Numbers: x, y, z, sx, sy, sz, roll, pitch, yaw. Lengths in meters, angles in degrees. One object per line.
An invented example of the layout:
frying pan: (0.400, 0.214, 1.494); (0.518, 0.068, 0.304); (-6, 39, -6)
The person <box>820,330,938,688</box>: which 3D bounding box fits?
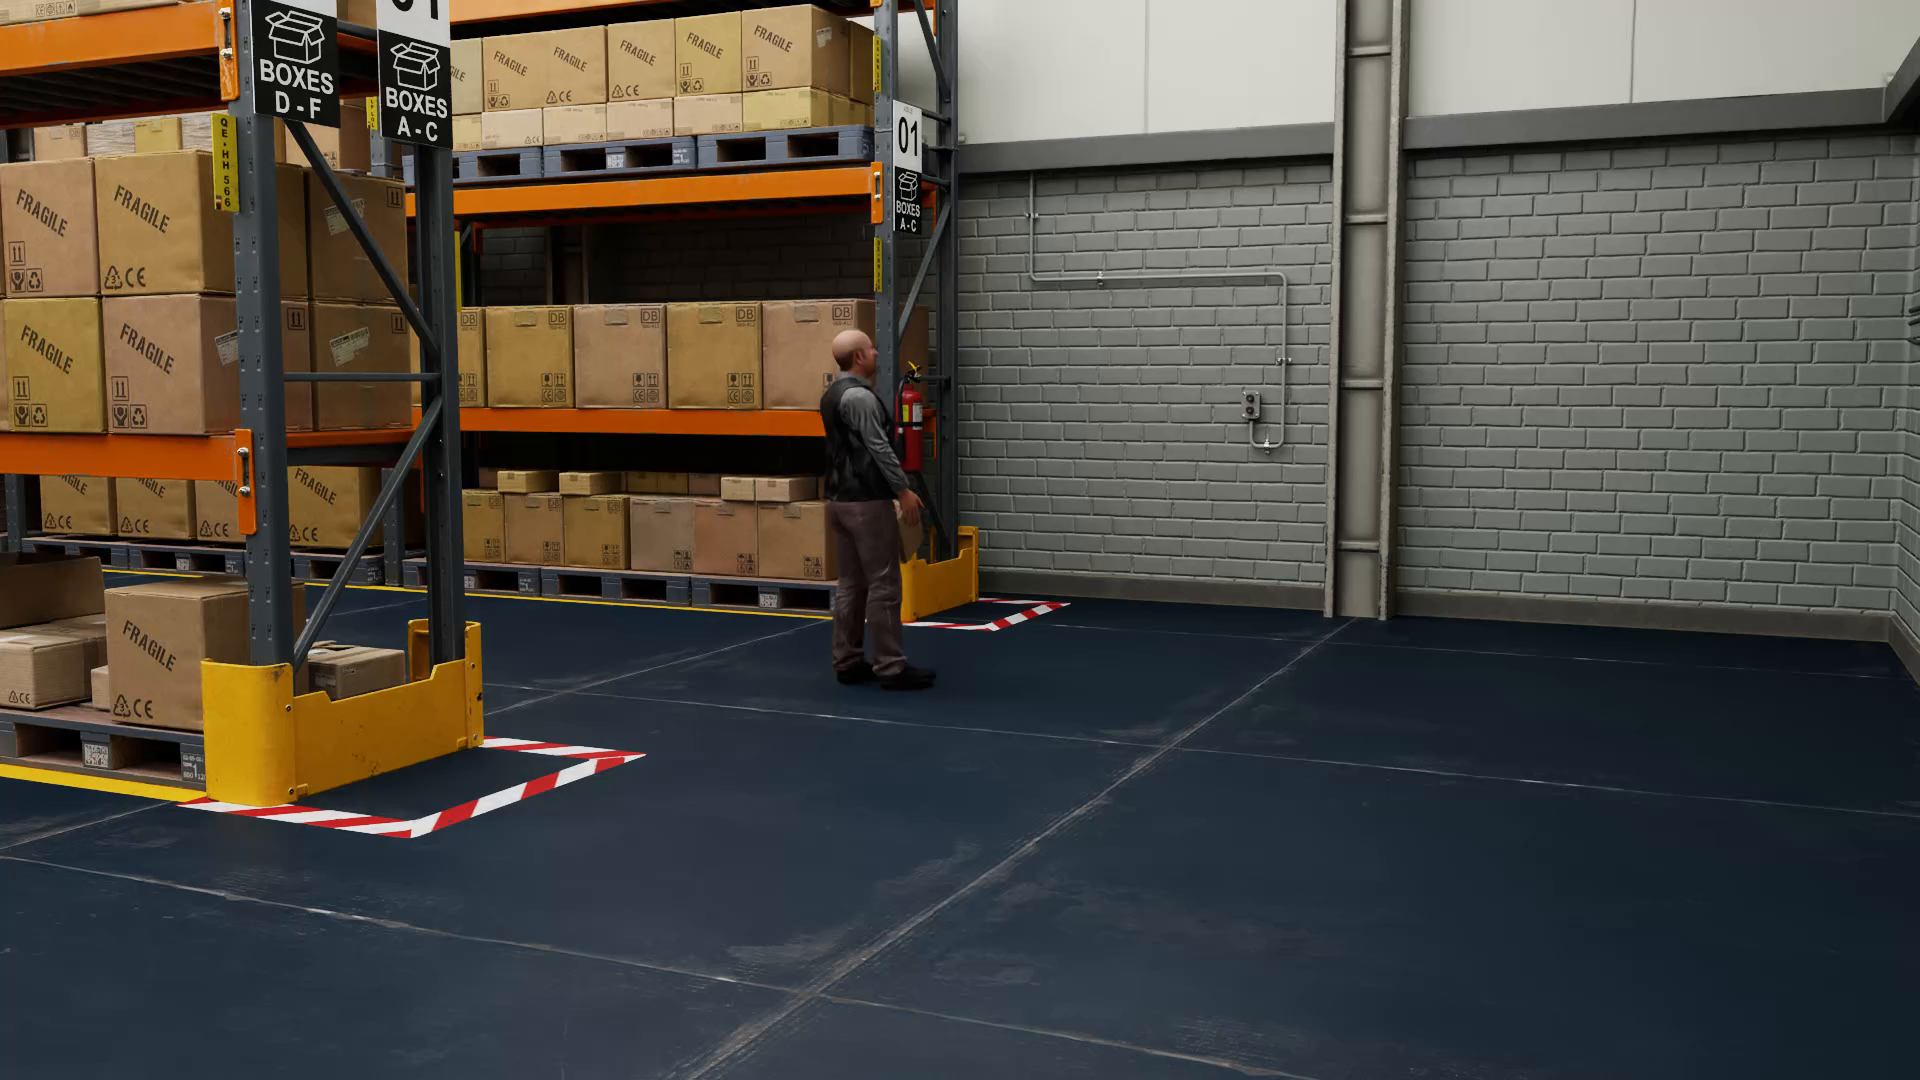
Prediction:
person: (-0.408, -0.160, 8.155); (0.516, 1.728, 0.534); (-2, 6, -20)
